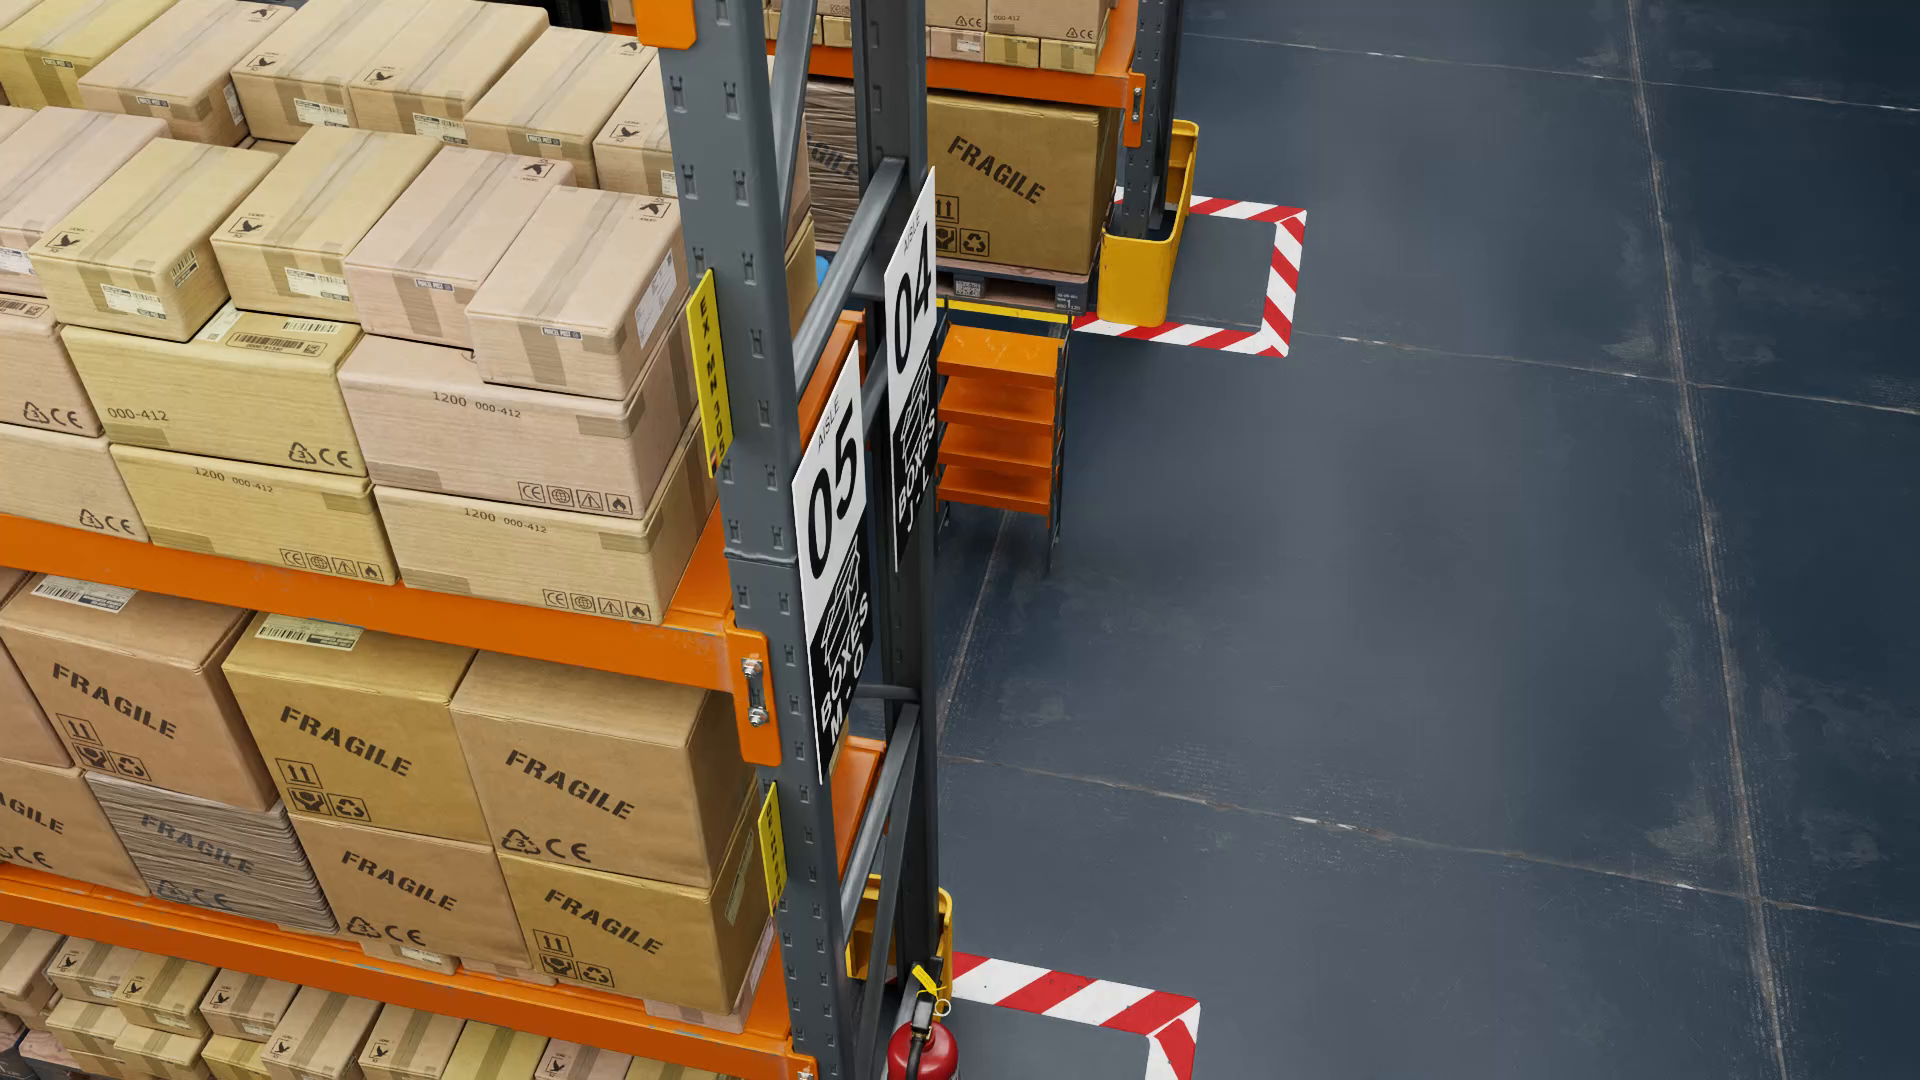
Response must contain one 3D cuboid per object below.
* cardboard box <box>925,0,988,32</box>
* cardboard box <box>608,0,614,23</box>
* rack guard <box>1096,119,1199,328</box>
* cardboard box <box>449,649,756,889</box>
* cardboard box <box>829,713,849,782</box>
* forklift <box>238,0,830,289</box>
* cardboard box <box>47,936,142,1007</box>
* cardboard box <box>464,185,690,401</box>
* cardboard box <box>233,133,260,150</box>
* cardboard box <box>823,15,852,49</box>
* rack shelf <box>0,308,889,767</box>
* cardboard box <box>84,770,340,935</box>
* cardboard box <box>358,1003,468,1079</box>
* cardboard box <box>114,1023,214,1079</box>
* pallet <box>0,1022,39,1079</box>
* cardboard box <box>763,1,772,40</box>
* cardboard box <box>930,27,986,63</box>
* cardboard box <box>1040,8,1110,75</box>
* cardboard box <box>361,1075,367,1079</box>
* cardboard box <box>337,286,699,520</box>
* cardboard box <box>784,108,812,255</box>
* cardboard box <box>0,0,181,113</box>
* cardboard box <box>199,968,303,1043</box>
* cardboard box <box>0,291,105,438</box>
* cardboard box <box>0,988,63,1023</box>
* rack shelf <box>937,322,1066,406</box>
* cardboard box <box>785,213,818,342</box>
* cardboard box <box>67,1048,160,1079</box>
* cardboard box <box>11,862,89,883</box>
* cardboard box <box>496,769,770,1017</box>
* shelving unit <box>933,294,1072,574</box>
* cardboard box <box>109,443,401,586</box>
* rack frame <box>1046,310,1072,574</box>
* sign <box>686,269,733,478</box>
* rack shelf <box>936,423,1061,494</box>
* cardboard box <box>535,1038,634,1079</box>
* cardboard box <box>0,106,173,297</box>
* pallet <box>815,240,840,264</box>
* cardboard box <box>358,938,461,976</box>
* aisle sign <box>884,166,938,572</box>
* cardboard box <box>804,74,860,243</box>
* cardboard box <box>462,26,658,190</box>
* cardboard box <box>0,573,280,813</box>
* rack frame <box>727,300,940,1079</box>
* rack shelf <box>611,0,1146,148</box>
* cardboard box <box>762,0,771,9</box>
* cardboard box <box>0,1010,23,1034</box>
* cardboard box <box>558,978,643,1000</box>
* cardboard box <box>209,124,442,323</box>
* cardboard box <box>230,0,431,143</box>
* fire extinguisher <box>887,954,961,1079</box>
[{"bbox_3d":[-0.078,-2.583,7.625,0.500,0.250,0.500,8,44,8],"label":"cardboard box"},{"bbox_3d":[-1.719,-2.648,7.979,0.250,0.149,0.380,8,45,8],"label":"cardboard box"},{"bbox_3d":[0.971,-1.655,8.569,0.348,0.500,1.175,9,45,9],"label":"rack guard"},{"bbox_3d":[-0.735,0.378,3.647,0.500,0.500,0.500,8,44,8],"label":"cardboard box"},{"bbox_3d":[-0.478,0.602,4.603,0.250,0.149,0.380,8,45,9],"label":"cardboard box"},{"bbox_3d":[-2.077,-1.322,6.470,3.031,2.935,1.130,7,44,8],"label":"forklift"},{"bbox_3d":[-2.559,1.220,5.103,0.250,0.149,0.380,7,44,7],"label":"cardboard box"},{"bbox_3d":[-0.622,-0.420,2.780,0.250,0.149,0.380,8,45,9],"label":"cardboard box"},{"bbox_3d":[-1.605,-0.830,3.494,0.500,0.250,0.500,9,45,10],"label":"cardboard box"},{"bbox_3d":[-0.469,-2.453,7.777,0.250,0.149,0.380,8,44,8],"label":"cardboard box"},{"bbox_3d":[-2.186,-0.342,3.758,4.000,0.370,1.077,9,45,9],"label":"rack shelf"},{"bbox_3d":[-1.727,0.593,4.144,0.500,0.500,0.500,9,45,9],"label":"cardboard box"},{"bbox_3d":[-1.558,1.423,4.893,0.250,0.149,0.380,7,44,7],"label":"cardboard box"},{"bbox_3d":[-2.348,1.443,5.087,0.250,0.149,0.380,9,45,9],"label":"cardboard box"},{"bbox_3d":[-3.474,1.259,5.750,1.213,0.211,1.003,9,45,9],"label":"pallet"},{"bbox_3d":[-0.963,-2.531,7.858,0.250,0.149,0.380,10,45,10],"label":"cardboard box"},{"bbox_3d":[0.028,-2.377,7.698,0.250,0.149,0.380,9,45,9],"label":"cardboard box"},{"bbox_3d":[0.528,-2.300,7.617,0.250,0.149,0.380,10,45,10],"label":"cardboard box"},{"bbox_3d":[-1.827,1.517,5.009,0.250,0.149,0.380,9,45,10],"label":"cardboard box"},{"bbox_3d":[-0.739,-0.322,2.966,0.500,0.250,0.500,8,44,8],"label":"cardboard box"},{"bbox_3d":[-0.615,-0.668,3.326,0.500,0.250,0.500,9,45,10],"label":"cardboard box"},{"bbox_3d":[-1.742,-1.022,3.406,0.250,0.149,0.380,10,45,10],"label":"cardboard box"},{"bbox_3d":[-2.065,1.305,5.015,0.250,0.149,0.380,7,44,8],"label":"cardboard box"},{"bbox_3d":[-1.738,-0.478,3.128,0.500,0.250,0.500,9,45,10],"label":"cardboard box"},{"bbox_3d":[-2.815,1.307,5.227,0.250,0.149,0.380,11,45,11],"label":"cardboard box"},{"bbox_3d":[0.162,-0.690,6.495,0.480,0.148,0.258,9,45,9],"label":"rack shelf"},{"bbox_3d":[-0.616,-0.485,3.496,0.500,0.250,0.500,10,45,11],"label":"cardboard box"},{"bbox_3d":[-2.577,1.494,5.248,0.250,0.149,0.380,8,44,8],"label":"cardboard box"},{"bbox_3d":[-2.365,0.707,4.494,0.250,0.149,0.380,10,45,11],"label":"cardboard box"},{"bbox_3d":[-0.729,0.745,3.986,0.500,0.500,0.500,10,45,10],"label":"cardboard box"},{"bbox_3d":[0.162,-0.407,6.768,0.503,1.200,0.258,9,45,9],"label":"shelving unit"},{"bbox_3d":[-1.235,-0.207,3.207,0.500,0.250,0.500,9,45,9],"label":"cardboard box"},{"bbox_3d":[0.400,-0.370,6.730,0.015,1.200,0.240,9,45,9],"label":"rack frame"},{"bbox_3d":[-0.375,-0.245,2.500,0.005,0.325,0.100,9,45,9],"label":"sign"},{"bbox_3d":[0.162,-0.359,6.815,0.480,0.148,0.258,9,45,9],"label":"rack shelf"},{"bbox_3d":[-1.038,1.458,4.856,0.250,0.149,0.380,10,45,10],"label":"cardboard box"},{"bbox_3d":[-1.608,-0.608,2.975,0.250,0.149,0.380,8,44,8],"label":"cardboard box"},{"bbox_3d":[-1.036,-1.809,8.937,1.213,0.211,1.003,9,45,9],"label":"pallet"},{"bbox_3d":[-1.350,0.901,4.292,0.250,0.149,0.380,10,45,10],"label":"cardboard box"},{"bbox_3d":[-0.097,-0.346,3.532,0.004,0.787,0.394,9,45,9],"label":"aisle sign"},{"bbox_3d":[-0.582,-2.125,8.485,0.875,0.875,0.875,9,45,9],"label":"cardboard box"},{"bbox_3d":[-0.745,-0.822,3.198,0.250,0.149,0.380,11,45,11],"label":"cardboard box"},{"bbox_3d":[-1.739,0.228,3.802,0.500,0.500,0.500,11,45,11],"label":"cardboard box"},{"bbox_3d":[-0.234,0.782,4.234,0.127,3.000,1.000,9,45,9],"label":"rack frame"},{"bbox_3d":[-1.004,-2.603,8.270,4.000,0.370,1.077,9,45,9],"label":"rack shelf"},{"bbox_3d":[-1.084,-2.736,7.783,0.500,0.250,0.500,9,45,9],"label":"cardboard box"},{"bbox_3d":[-3.080,1.372,5.374,0.250,0.149,0.380,8,44,8],"label":"cardboard box"},{"bbox_3d":[-0.848,0.952,4.240,0.250,0.149,0.380,9,45,9],"label":"cardboard box"},{"bbox_3d":[-1.092,-0.562,2.928,0.250,0.149,0.380,8,44,8],"label":"cardboard box"},{"bbox_3d":[-1.231,-0.950,3.331,0.250,0.149,0.380,9,45,10],"label":"cardboard box"},{"bbox_3d":[-0.089,1.295,4.026,0.183,0.674,0.296,9,45,9],"label":"fire extinguisher"}]
